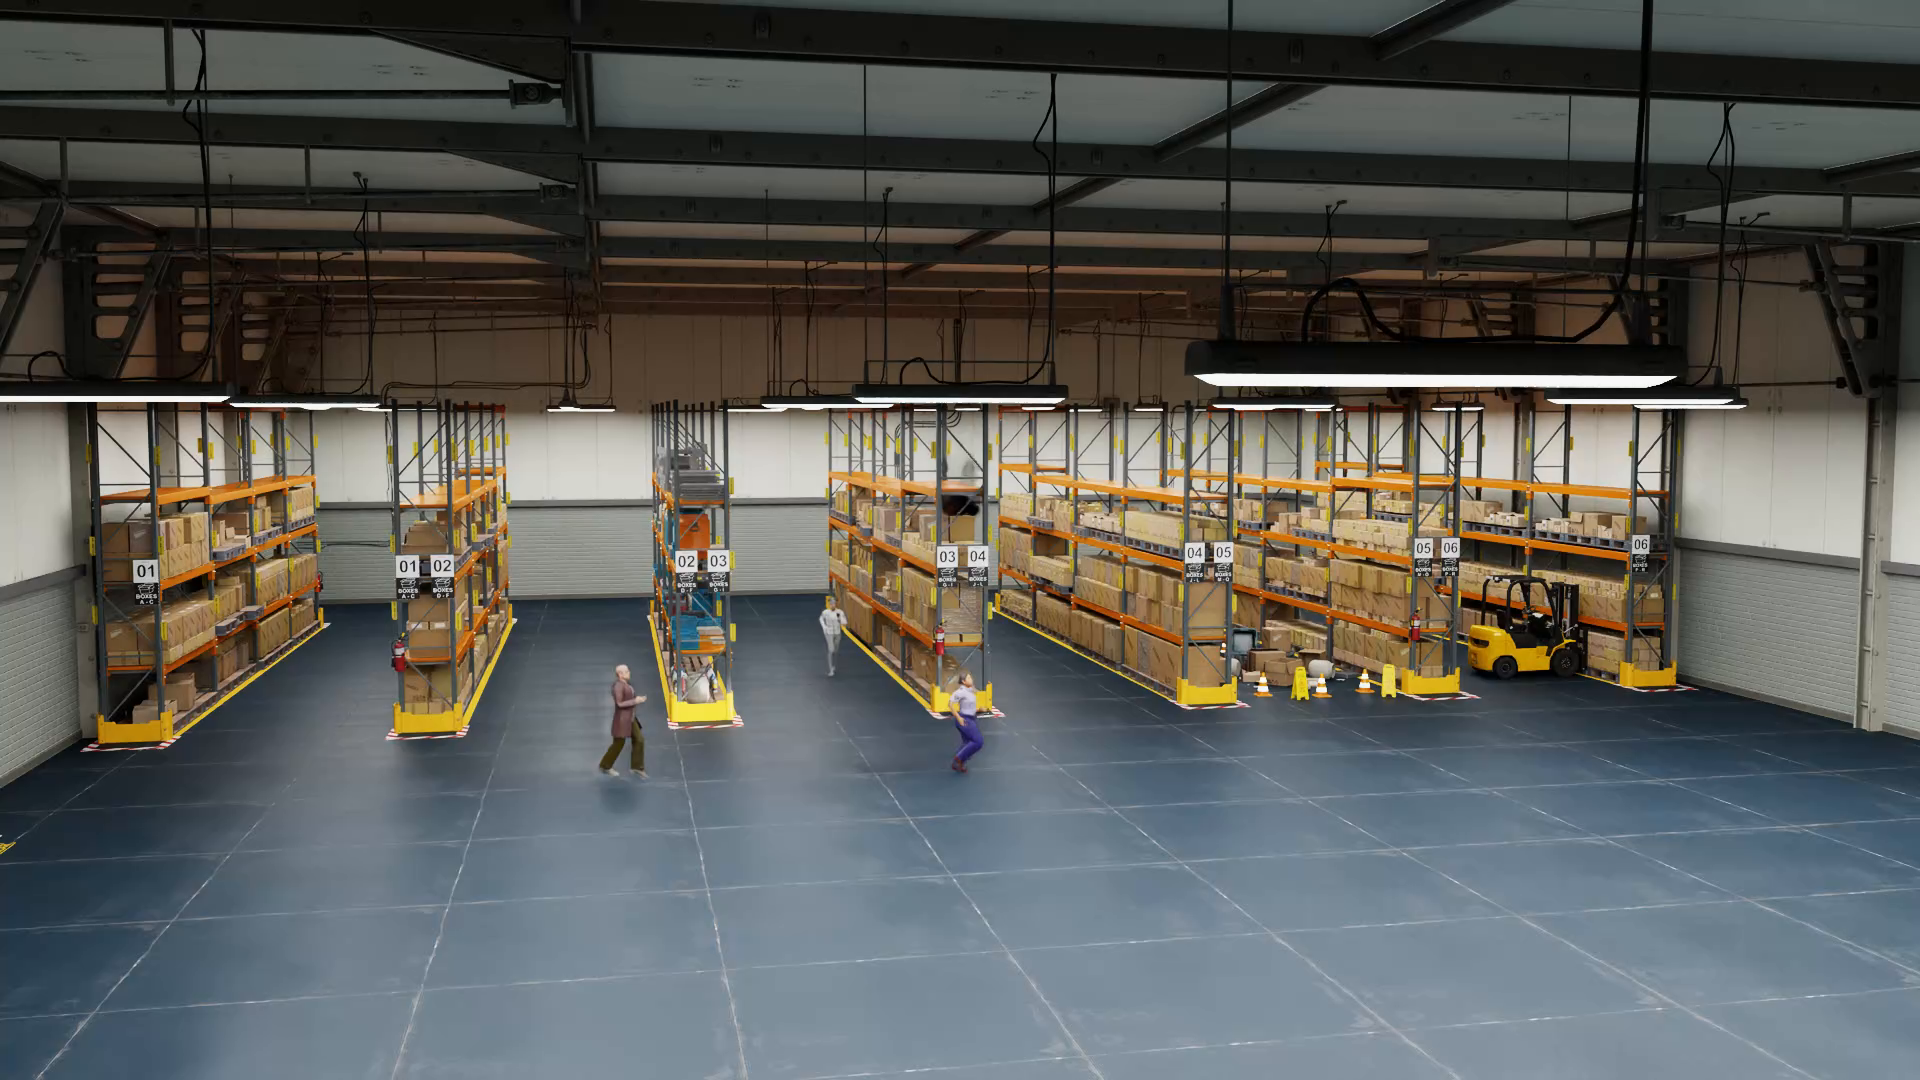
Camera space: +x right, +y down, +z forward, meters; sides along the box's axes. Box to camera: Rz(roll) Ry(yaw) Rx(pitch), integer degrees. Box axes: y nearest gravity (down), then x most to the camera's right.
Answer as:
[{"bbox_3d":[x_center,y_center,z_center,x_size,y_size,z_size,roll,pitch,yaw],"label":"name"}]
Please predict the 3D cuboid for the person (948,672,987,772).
[{"bbox_3d":[0.133,2.917,26.512,0.598,1.603,0.592,1,4,11],"label":"person"}]

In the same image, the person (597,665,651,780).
[{"bbox_3d":[-5.277,2.867,26.021,0.842,1.841,0.692,1,4,9],"label":"person"}]

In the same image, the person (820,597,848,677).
[{"bbox_3d":[-2.774,2.127,36.694,0.581,1.761,0.741,-1,4,-13],"label":"person"}]
